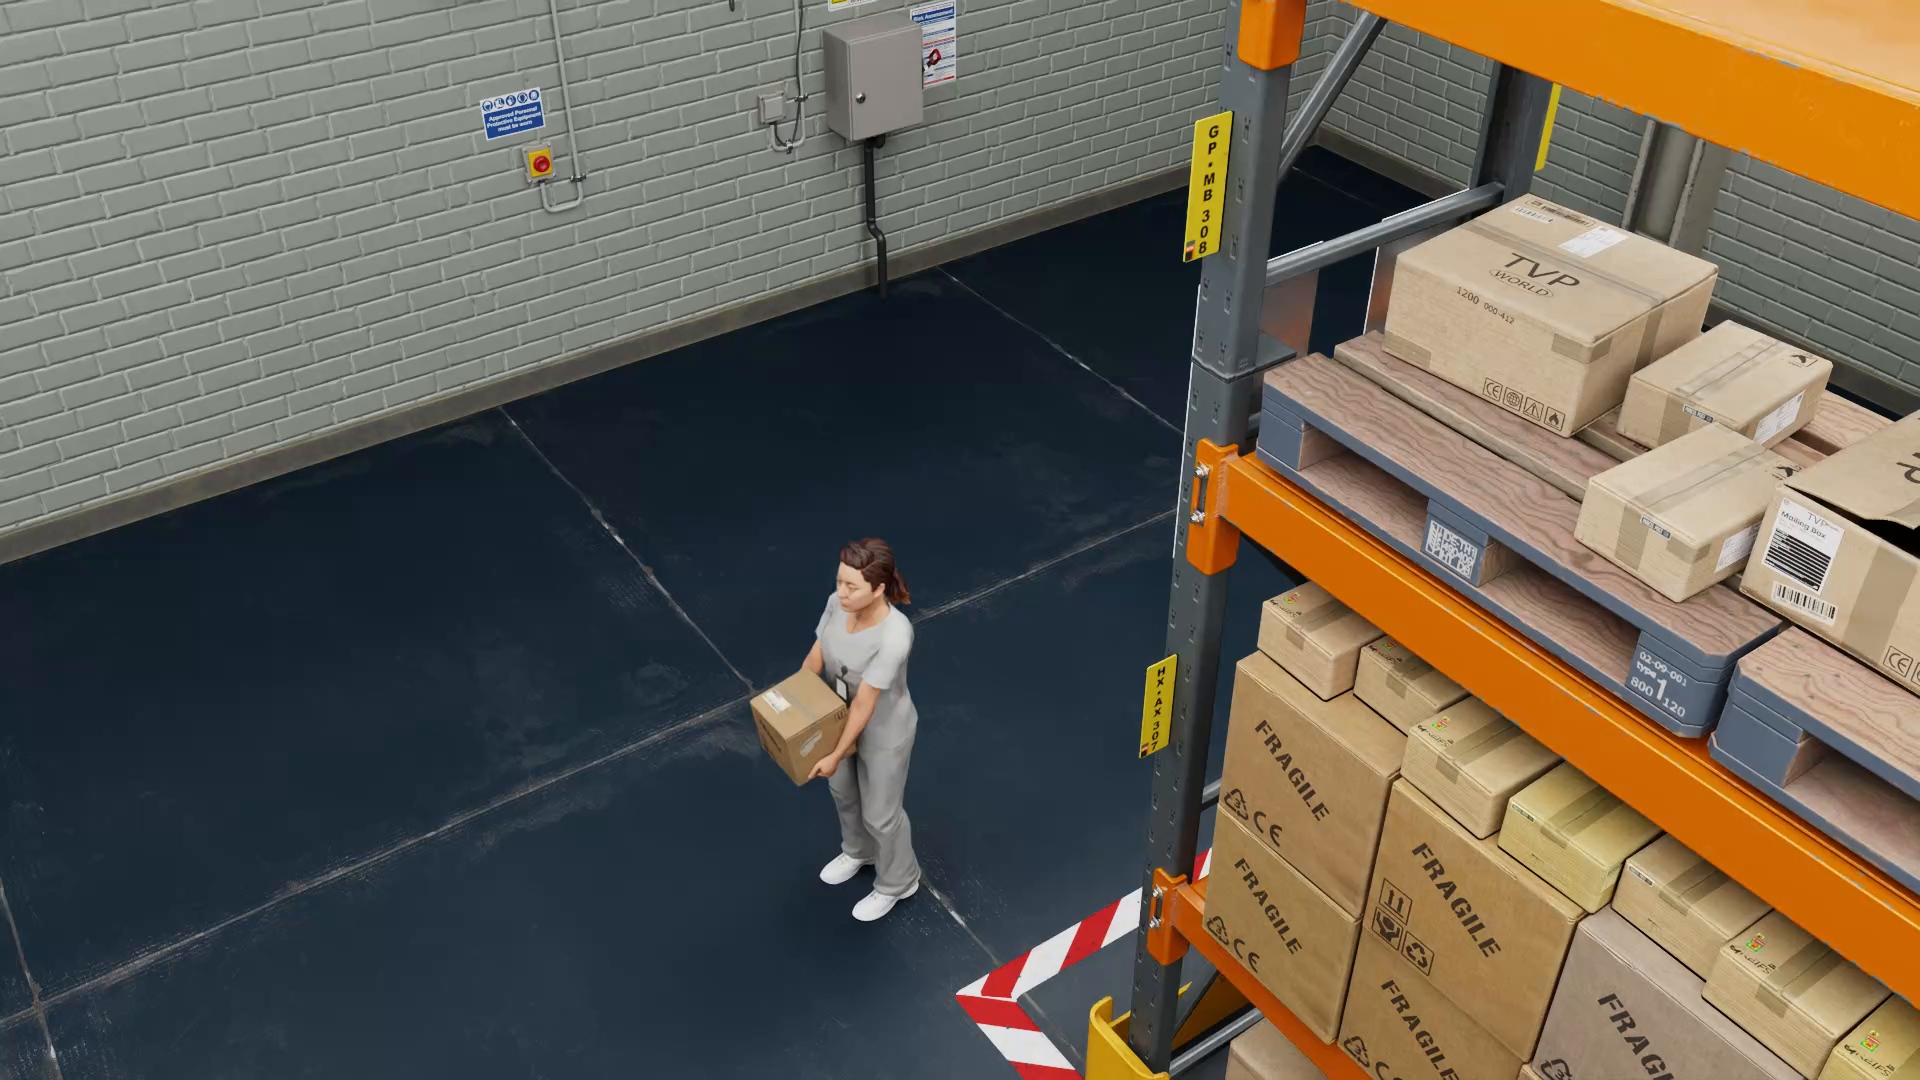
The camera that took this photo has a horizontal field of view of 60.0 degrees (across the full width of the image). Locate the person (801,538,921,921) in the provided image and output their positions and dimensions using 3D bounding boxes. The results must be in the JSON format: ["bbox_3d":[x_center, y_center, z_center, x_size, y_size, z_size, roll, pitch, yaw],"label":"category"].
[{"bbox_3d":[-0.396,0.715,6.047,0.513,1.668,0.410,-23,42,-28],"label":"person"}]
